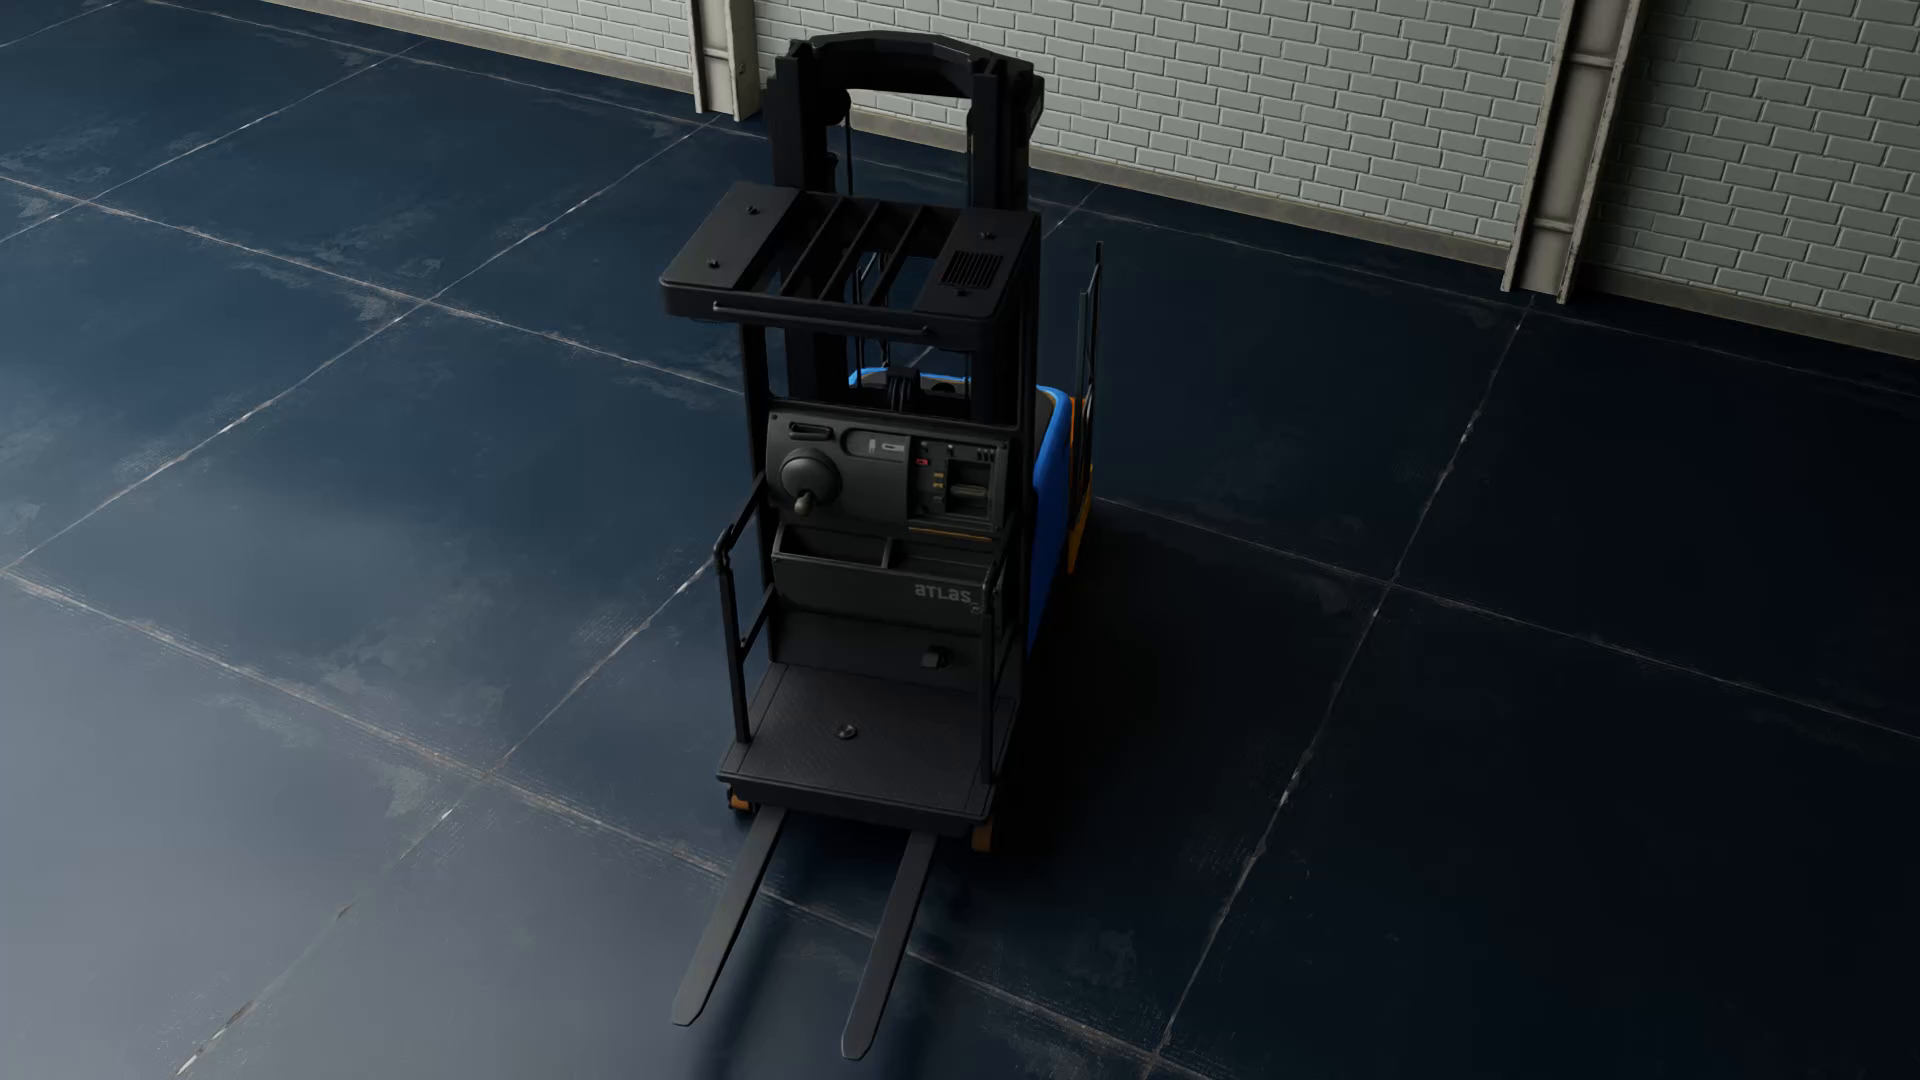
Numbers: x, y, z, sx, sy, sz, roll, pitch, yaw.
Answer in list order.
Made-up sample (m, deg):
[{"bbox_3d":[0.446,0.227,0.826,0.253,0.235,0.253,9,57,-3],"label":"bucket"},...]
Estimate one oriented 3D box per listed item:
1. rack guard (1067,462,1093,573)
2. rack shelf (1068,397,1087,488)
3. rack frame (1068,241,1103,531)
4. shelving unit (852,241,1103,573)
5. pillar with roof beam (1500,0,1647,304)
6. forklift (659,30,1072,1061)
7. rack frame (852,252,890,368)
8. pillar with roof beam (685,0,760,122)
[{"bbox_3d":[0.566,-0.117,8.197,0.087,0.250,0.587,7,38,10],"label":"rack guard"},{"bbox_3d":[0.088,-0.534,8.010,1.000,0.185,0.538,7,38,10],"label":"rack shelf"},{"bbox_3d":[0.584,-0.612,7.816,0.032,1.500,0.500,7,38,10],"label":"rack frame"},{"bbox_3d":[0.079,-0.678,7.903,1.083,1.500,0.587,7,38,10],"label":"shelving unit"},{"bbox_3d":[1.609,-2.846,4.556,0.400,9.000,9.100,17,41,21],"label":"pillar with roof beam"},{"bbox_3d":[-0.321,-0.180,6.063,1.130,2.935,3.031,8,38,10],"label":"forklift"},{"bbox_3d":[-0.409,-0.742,7.987,0.032,1.500,0.500,7,38,10],"label":"rack frame"},{"bbox_3d":[-3.719,-4.514,6.754,0.400,9.000,9.100,17,41,21],"label":"pillar with roof beam"}]
